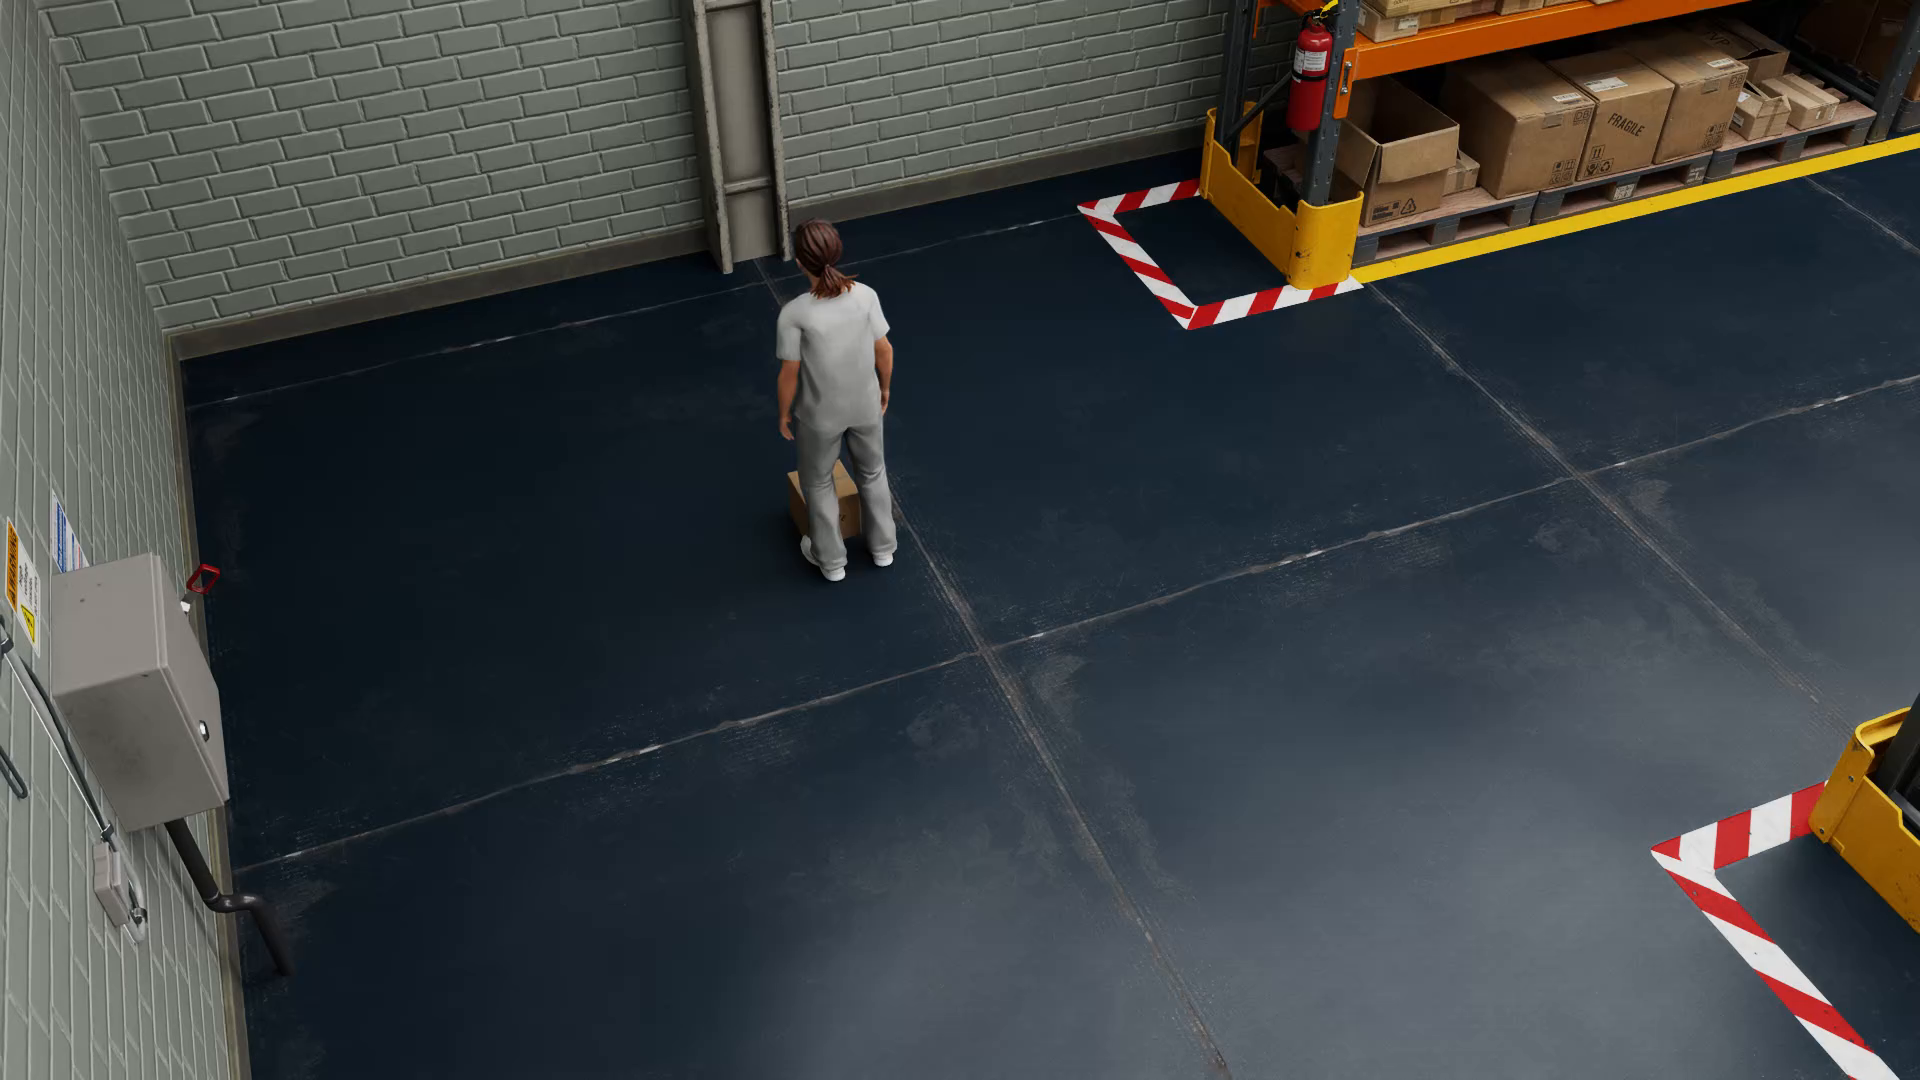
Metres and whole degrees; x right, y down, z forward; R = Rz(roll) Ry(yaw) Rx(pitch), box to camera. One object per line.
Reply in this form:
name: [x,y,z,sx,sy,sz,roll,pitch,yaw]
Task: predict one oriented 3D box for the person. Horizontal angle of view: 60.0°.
person: [-0.501,-0.540,6.762,0.496,1.672,0.352,-16,44,-17]
